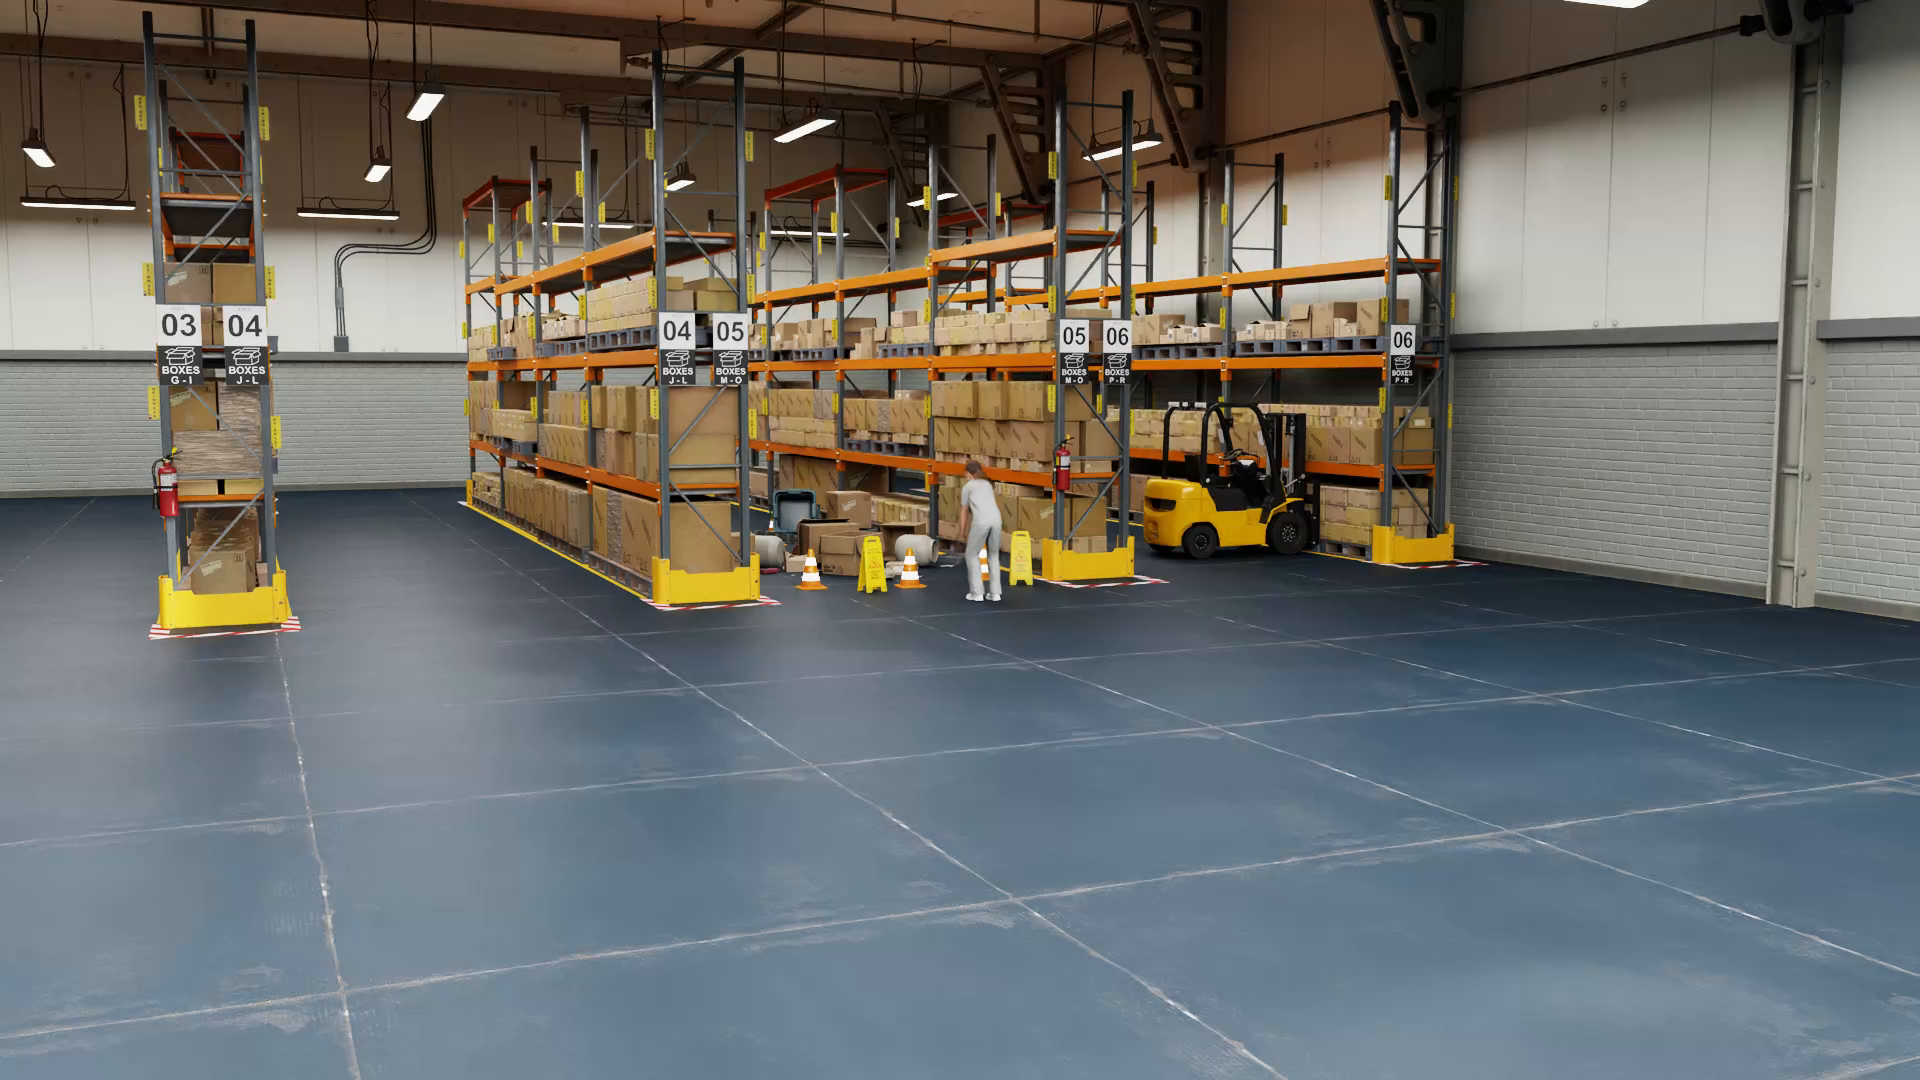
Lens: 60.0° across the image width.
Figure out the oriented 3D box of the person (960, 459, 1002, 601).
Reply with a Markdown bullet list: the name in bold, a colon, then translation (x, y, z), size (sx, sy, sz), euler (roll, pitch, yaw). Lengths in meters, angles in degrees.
- **person**: translation (0.228, -0.111, 18.677), size (0.410, 1.575, 0.576), euler (-3, 6, -25)
